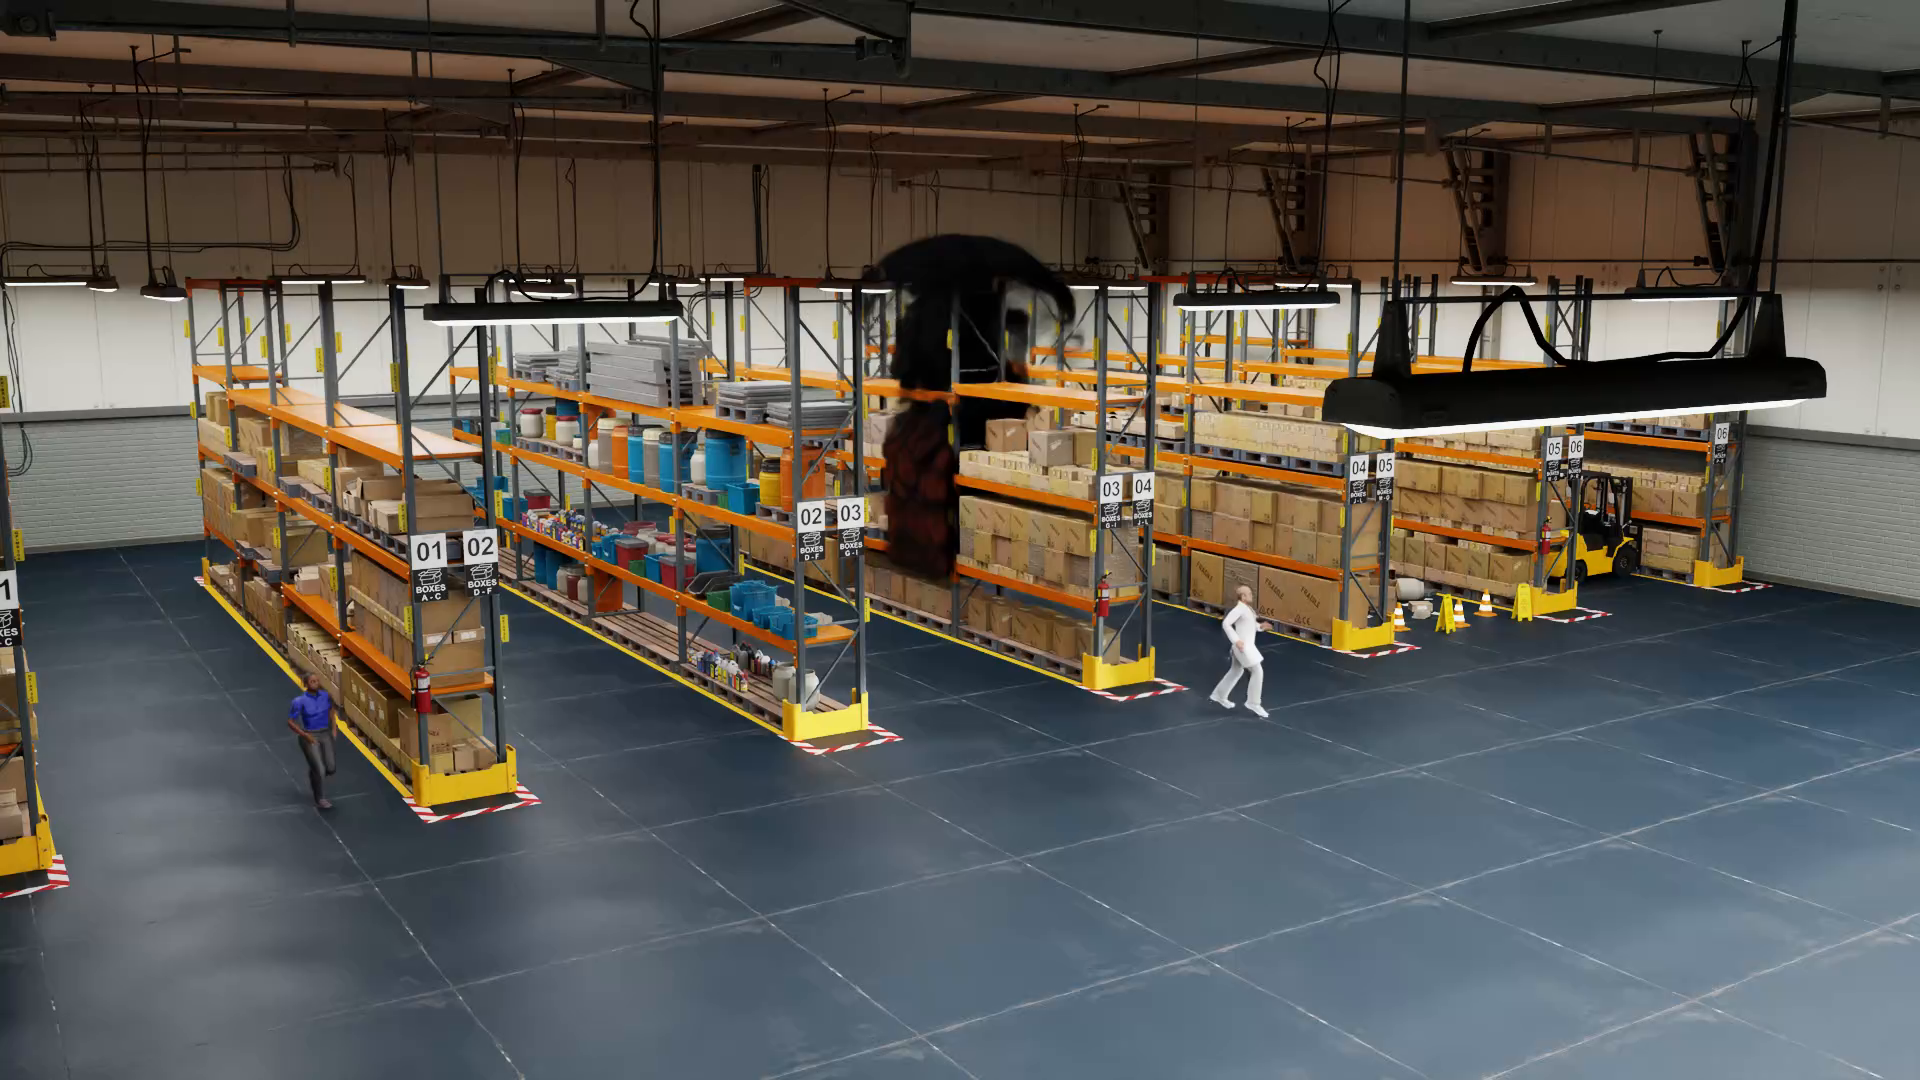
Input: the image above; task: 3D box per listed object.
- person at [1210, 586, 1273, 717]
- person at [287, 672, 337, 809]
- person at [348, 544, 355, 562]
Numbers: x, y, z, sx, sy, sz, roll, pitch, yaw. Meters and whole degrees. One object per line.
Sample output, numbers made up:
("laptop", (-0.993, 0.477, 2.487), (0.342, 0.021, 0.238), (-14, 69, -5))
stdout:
("person", (3.958, 1.554, 23.407), (0.850, 1.836, 0.681), (2, 10, 10))
("person", (-7.560, 2.319, 19.443), (0.571, 1.606, 0.624), (7, 12, 35))
("person", (-12.295, -0.066, 33.220), (0.728, 1.813, 0.694), (9, 13, 41))
